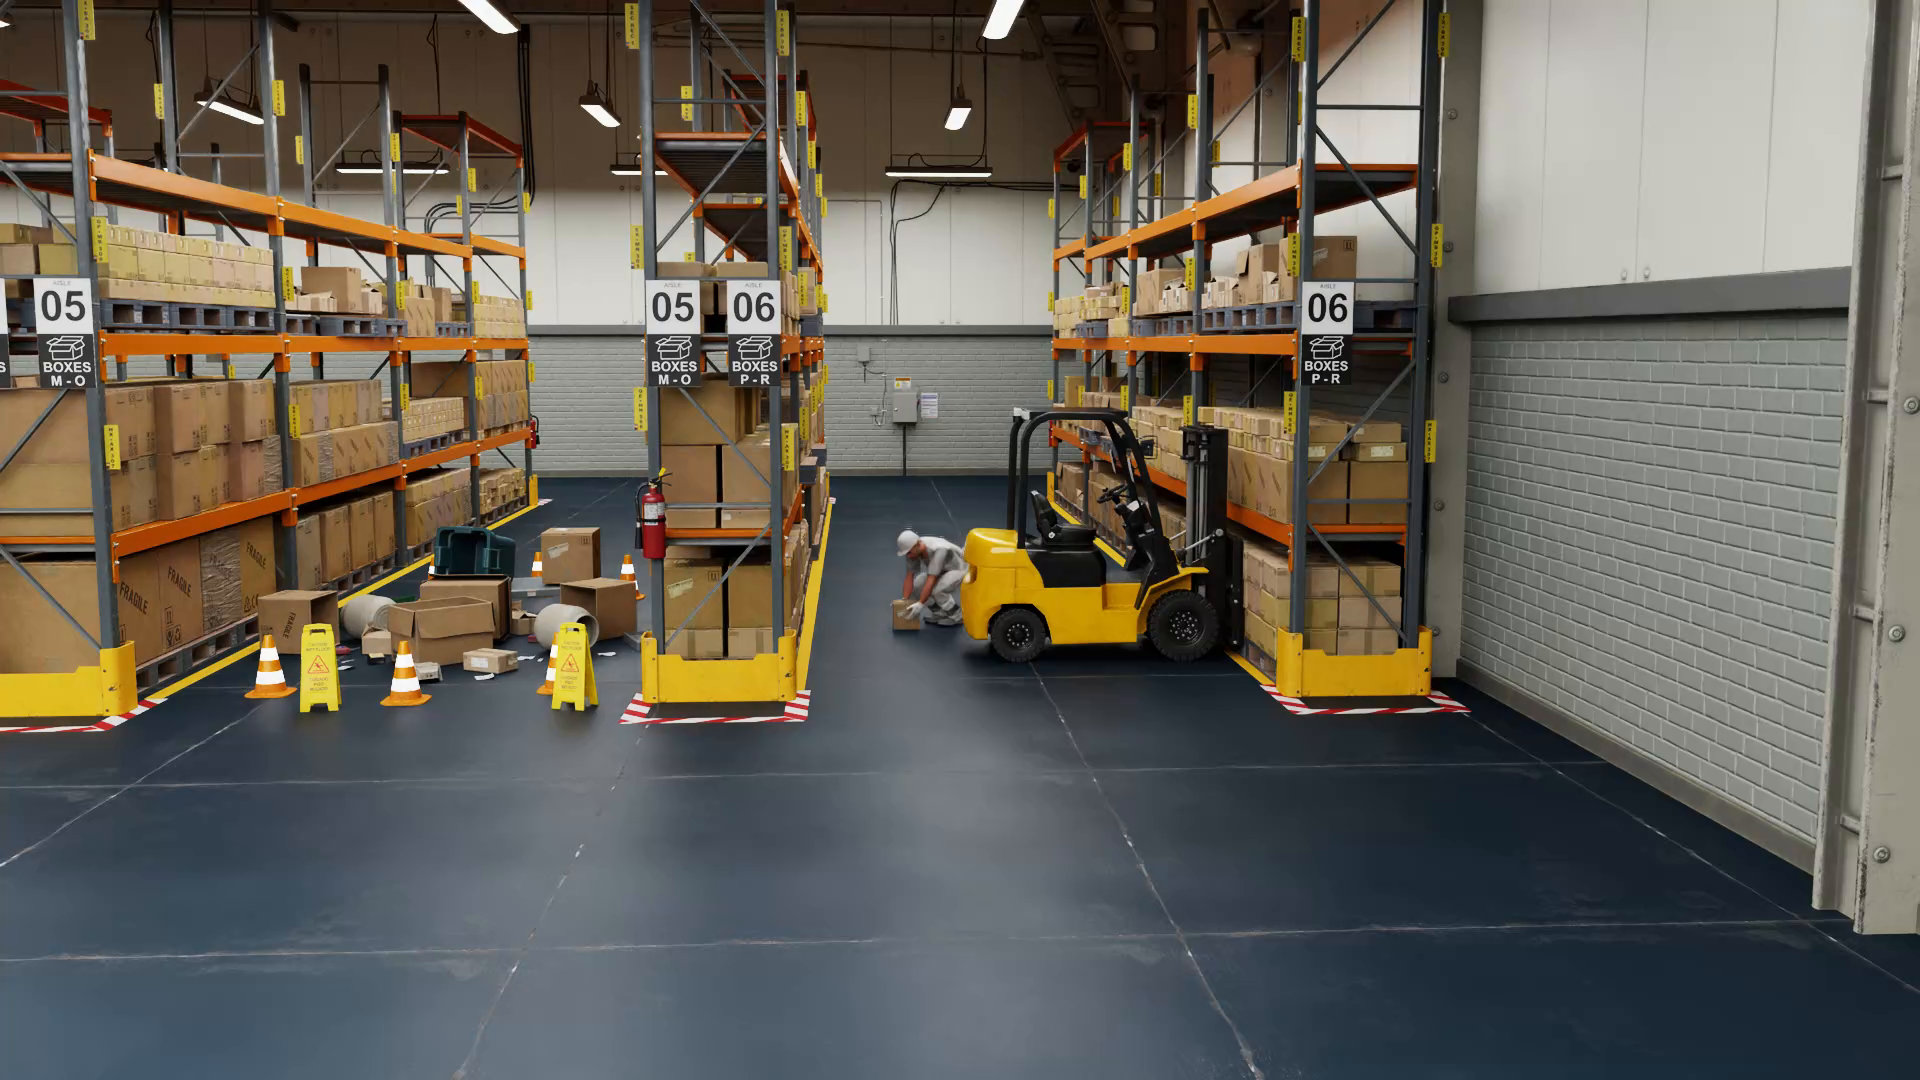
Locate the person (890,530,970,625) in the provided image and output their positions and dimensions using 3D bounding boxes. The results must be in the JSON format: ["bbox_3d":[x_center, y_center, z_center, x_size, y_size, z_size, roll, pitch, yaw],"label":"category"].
[{"bbox_3d":[-0.240,0.358,16.174,0.881,0.956,0.571,-4,8,-33],"label":"person"}]
